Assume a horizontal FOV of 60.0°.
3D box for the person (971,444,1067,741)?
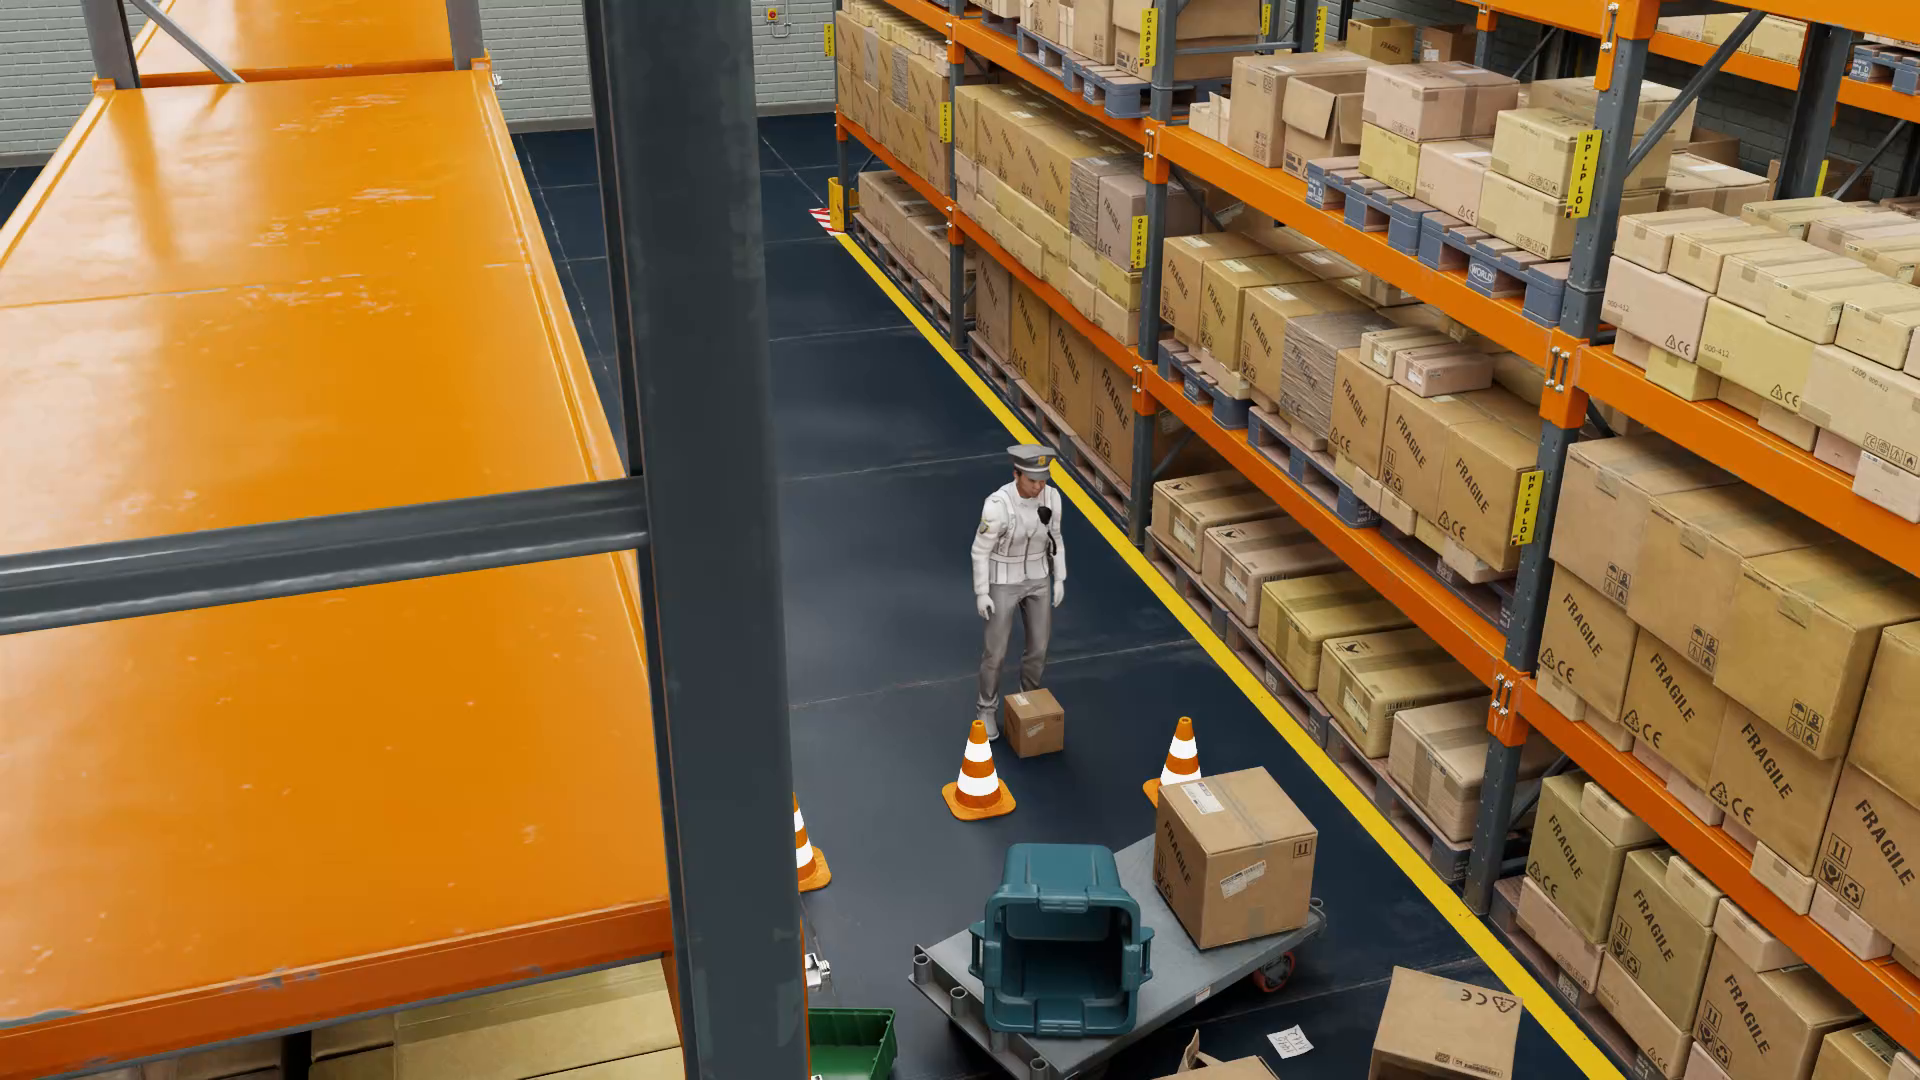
[{"bbox_3d":[0.319,0.251,8.843,0.540,1.662,0.374,-10,28,-19],"label":"person"}]
